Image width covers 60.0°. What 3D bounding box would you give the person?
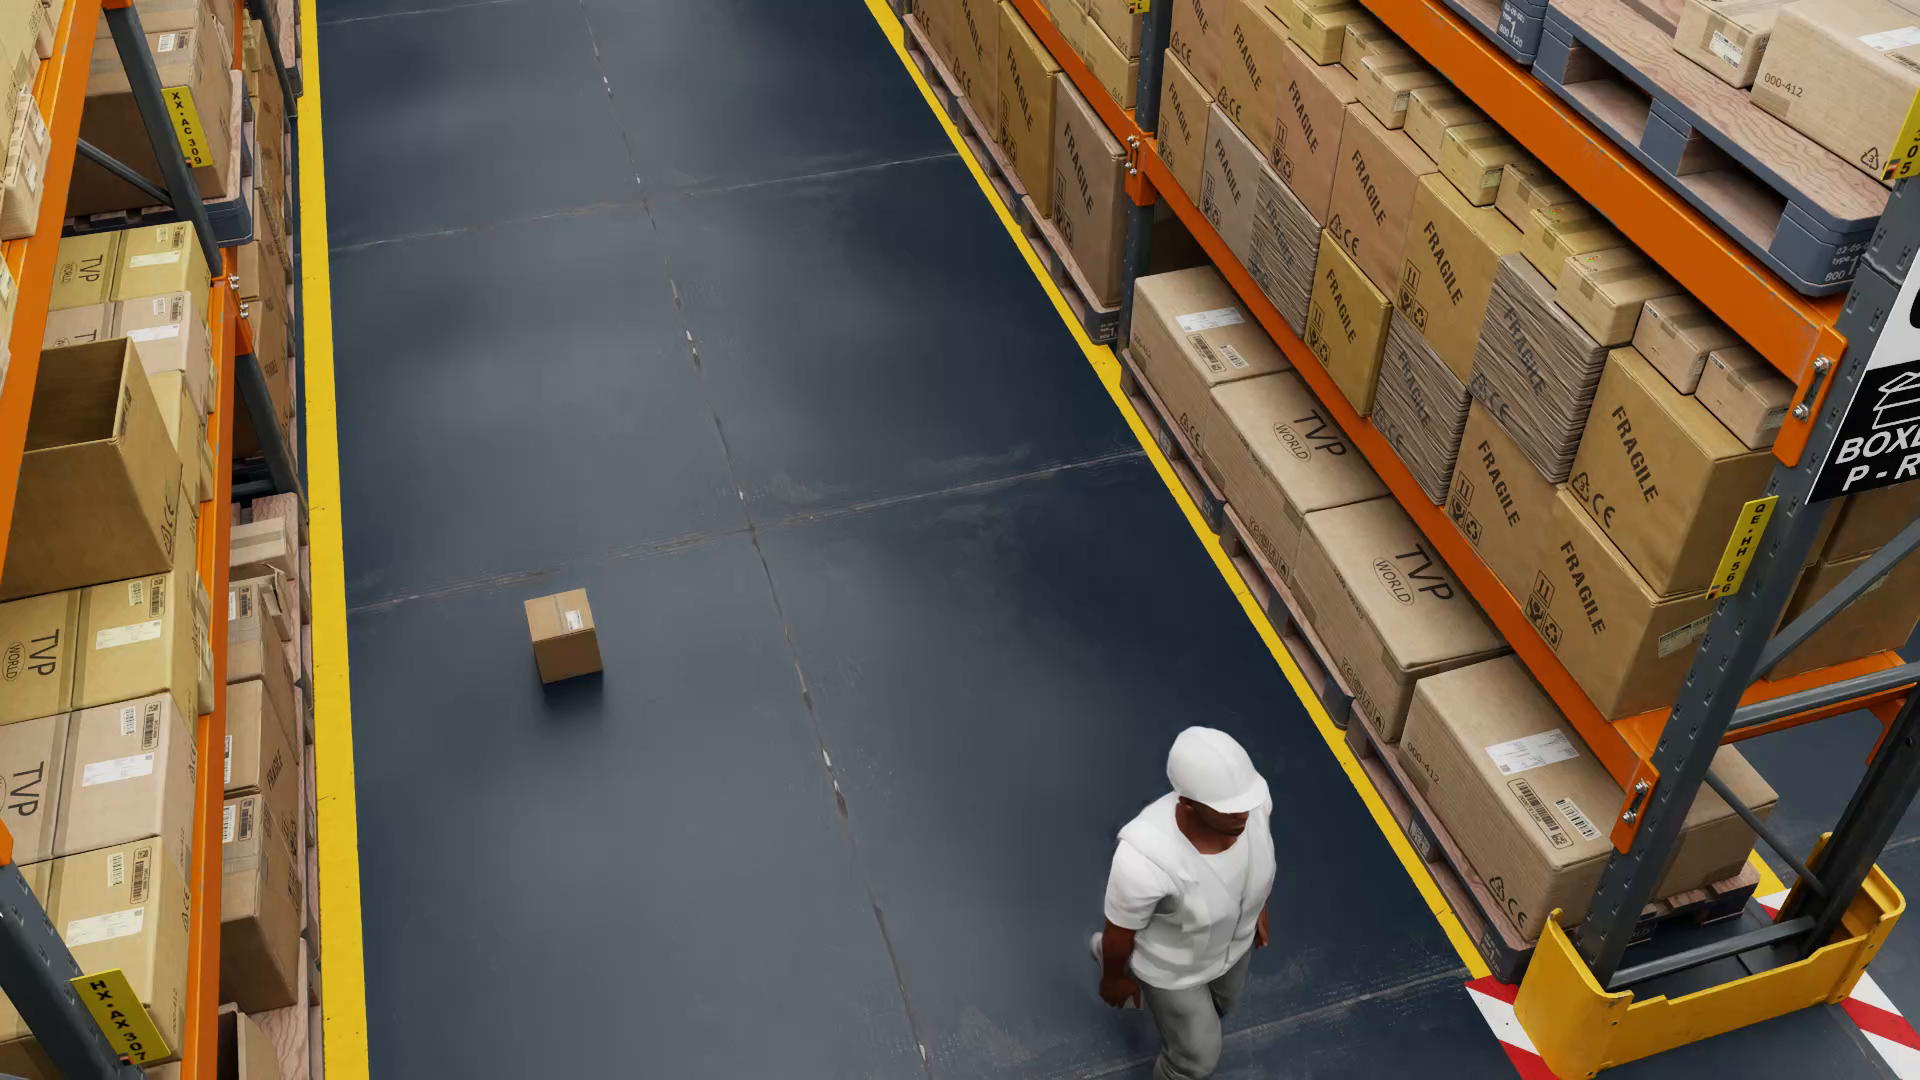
[{"bbox_3d":[0.638,1.134,4.869,0.579,1.753,0.819,-30,50,-29],"label":"person"}]
